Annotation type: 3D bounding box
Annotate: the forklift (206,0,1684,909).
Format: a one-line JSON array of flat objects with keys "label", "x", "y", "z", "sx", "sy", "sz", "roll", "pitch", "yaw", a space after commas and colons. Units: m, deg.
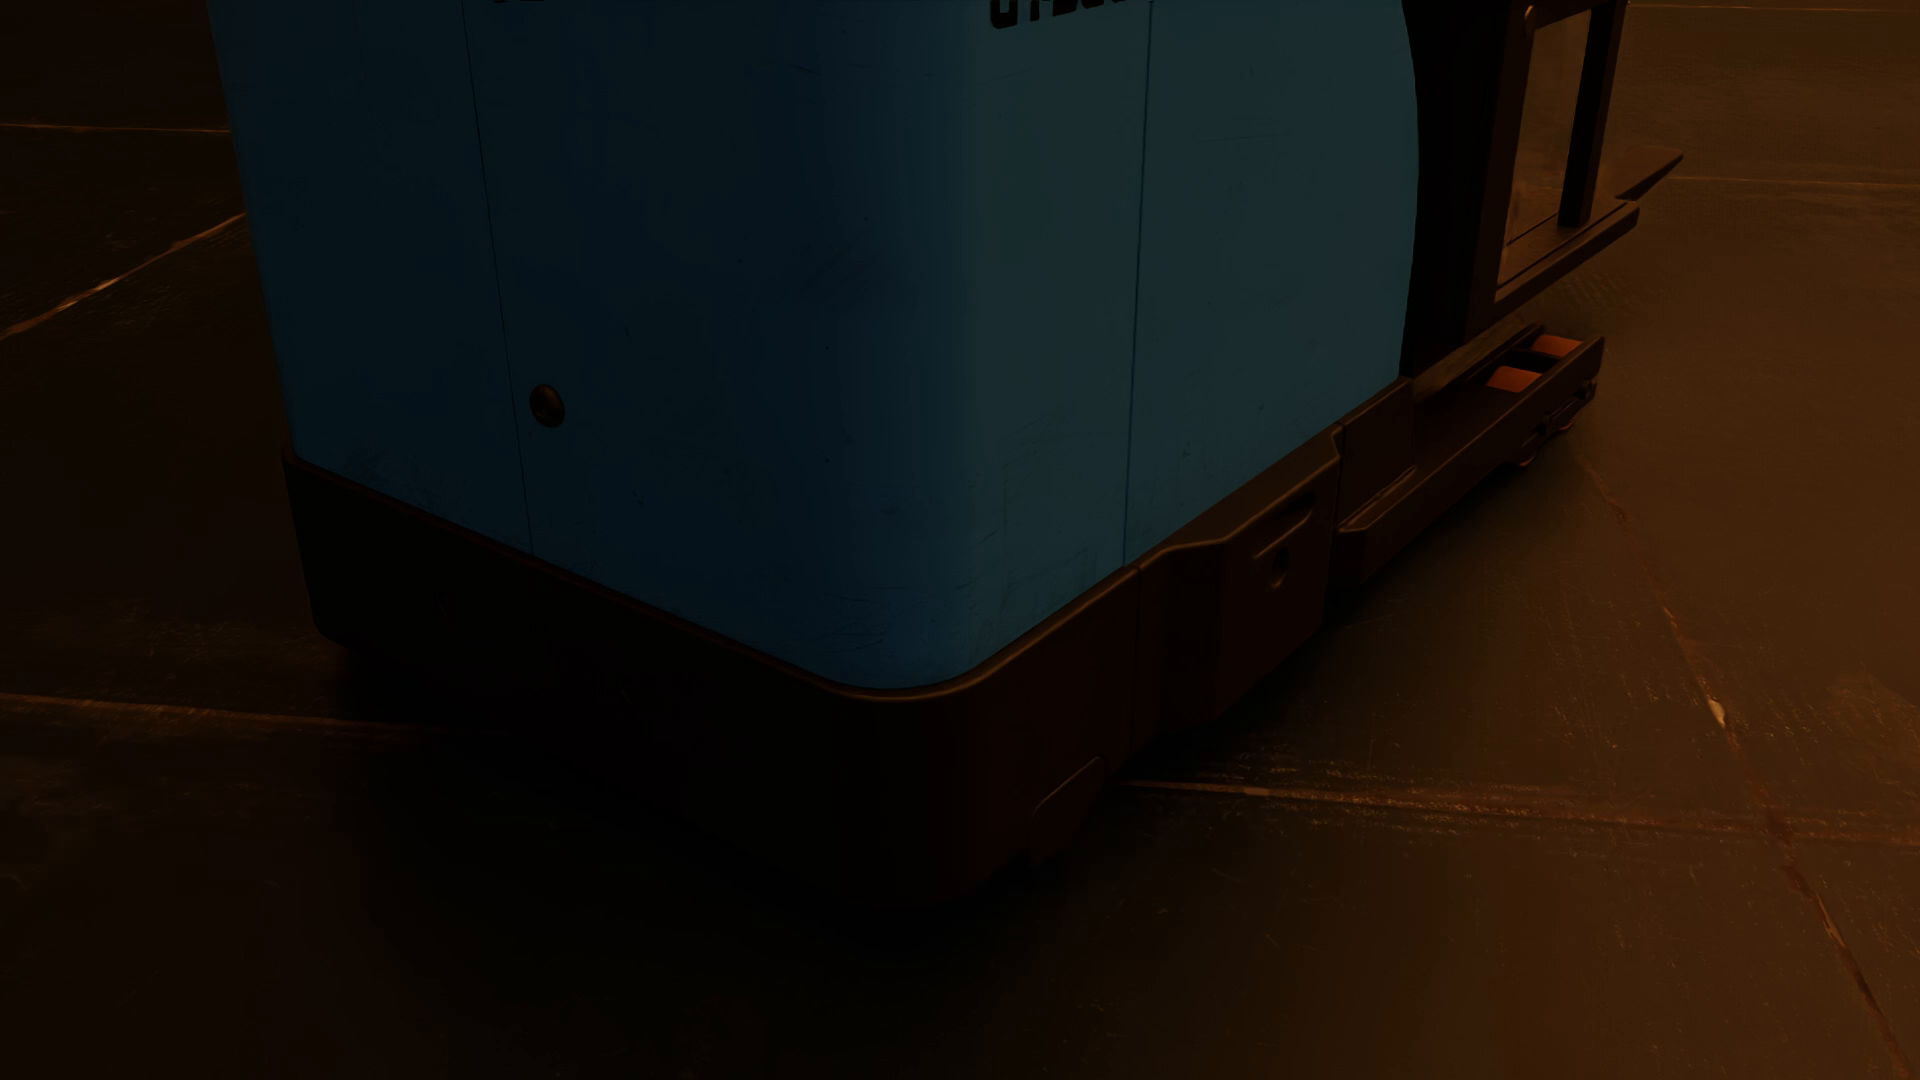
[{"label": "forklift", "x": 0.456, "y": -1.548, "z": 2.320, "sx": 1.130, "sy": 2.935, "sz": 3.031, "roll": 19, "pitch": 32, "yaw": 33}]
